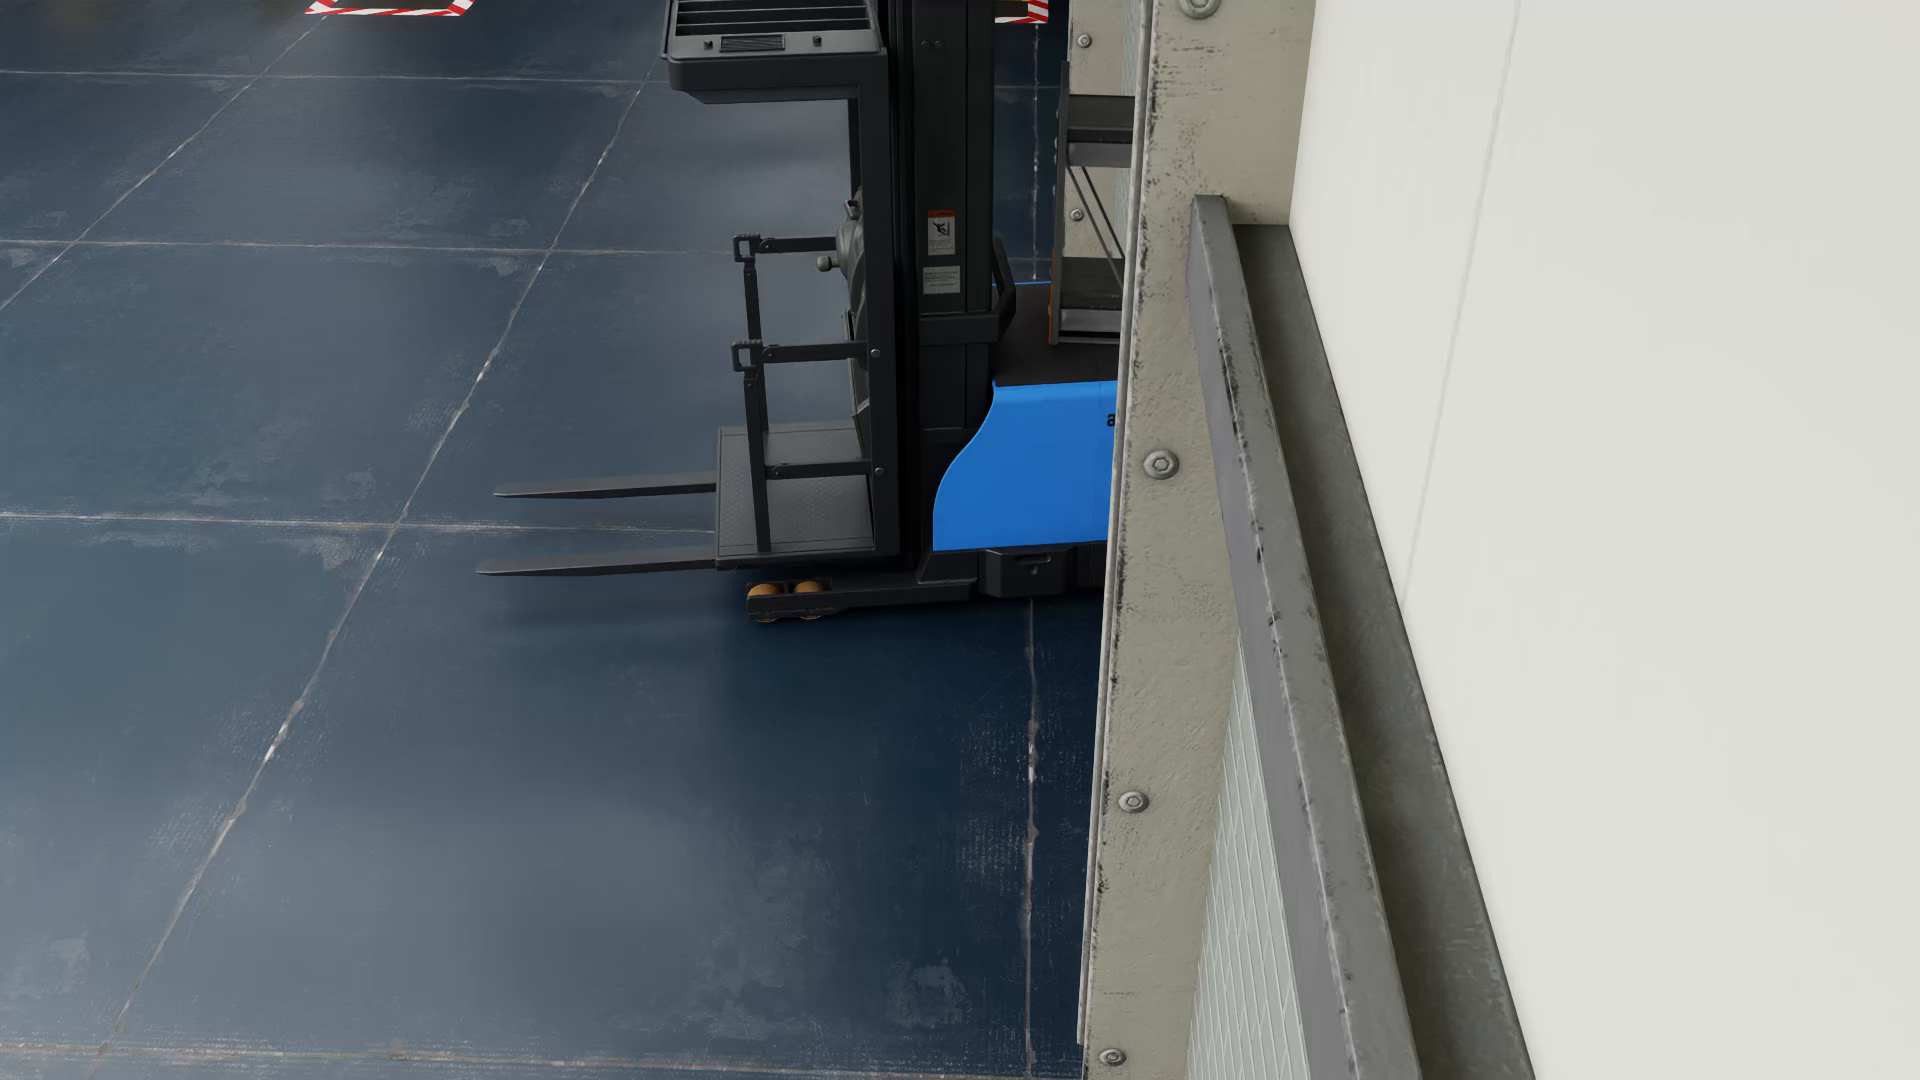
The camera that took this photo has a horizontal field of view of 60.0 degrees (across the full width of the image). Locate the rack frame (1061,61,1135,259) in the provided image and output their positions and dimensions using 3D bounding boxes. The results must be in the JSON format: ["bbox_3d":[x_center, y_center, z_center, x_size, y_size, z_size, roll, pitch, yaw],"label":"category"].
[{"bbox_3d":[0.610,-1.063,7.421,0.400,2.100,0.015,2,28,3],"label":"rack frame"}]

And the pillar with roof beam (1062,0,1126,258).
[{"bbox_3d":[-3.530,-5.502,7.752,9.100,9.000,0.400,1,35,2],"label":"pillar with roof beam"}]

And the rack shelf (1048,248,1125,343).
[{"bbox_3d":[0.594,-0.936,7.213,0.431,0.518,0.480,2,28,3],"label":"rack shelf"}]

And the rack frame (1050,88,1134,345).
[{"bbox_3d":[0.579,-0.833,6.992,0.400,2.100,0.015,2,28,3],"label":"rack frame"}]

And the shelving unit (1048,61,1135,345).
[{"bbox_3d":[0.594,-0.948,7.206,0.431,2.100,0.503,2,28,3],"label":"shelving unit"}]

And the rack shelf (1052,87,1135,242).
[{"bbox_3d":[0.603,-1.553,6.882,0.431,0.518,0.480,2,28,3],"label":"rack shelf"}]

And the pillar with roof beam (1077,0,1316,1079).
[{"bbox_3d":[-3.771,-2.054,2.847,9.100,9.000,0.400,1,35,2],"label":"pillar with roof beam"}]

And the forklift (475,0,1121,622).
[{"bbox_3d":[-0.619,-1.161,6.853,3.031,2.935,1.130,-4,35,-5],"label":"forklift"}]
